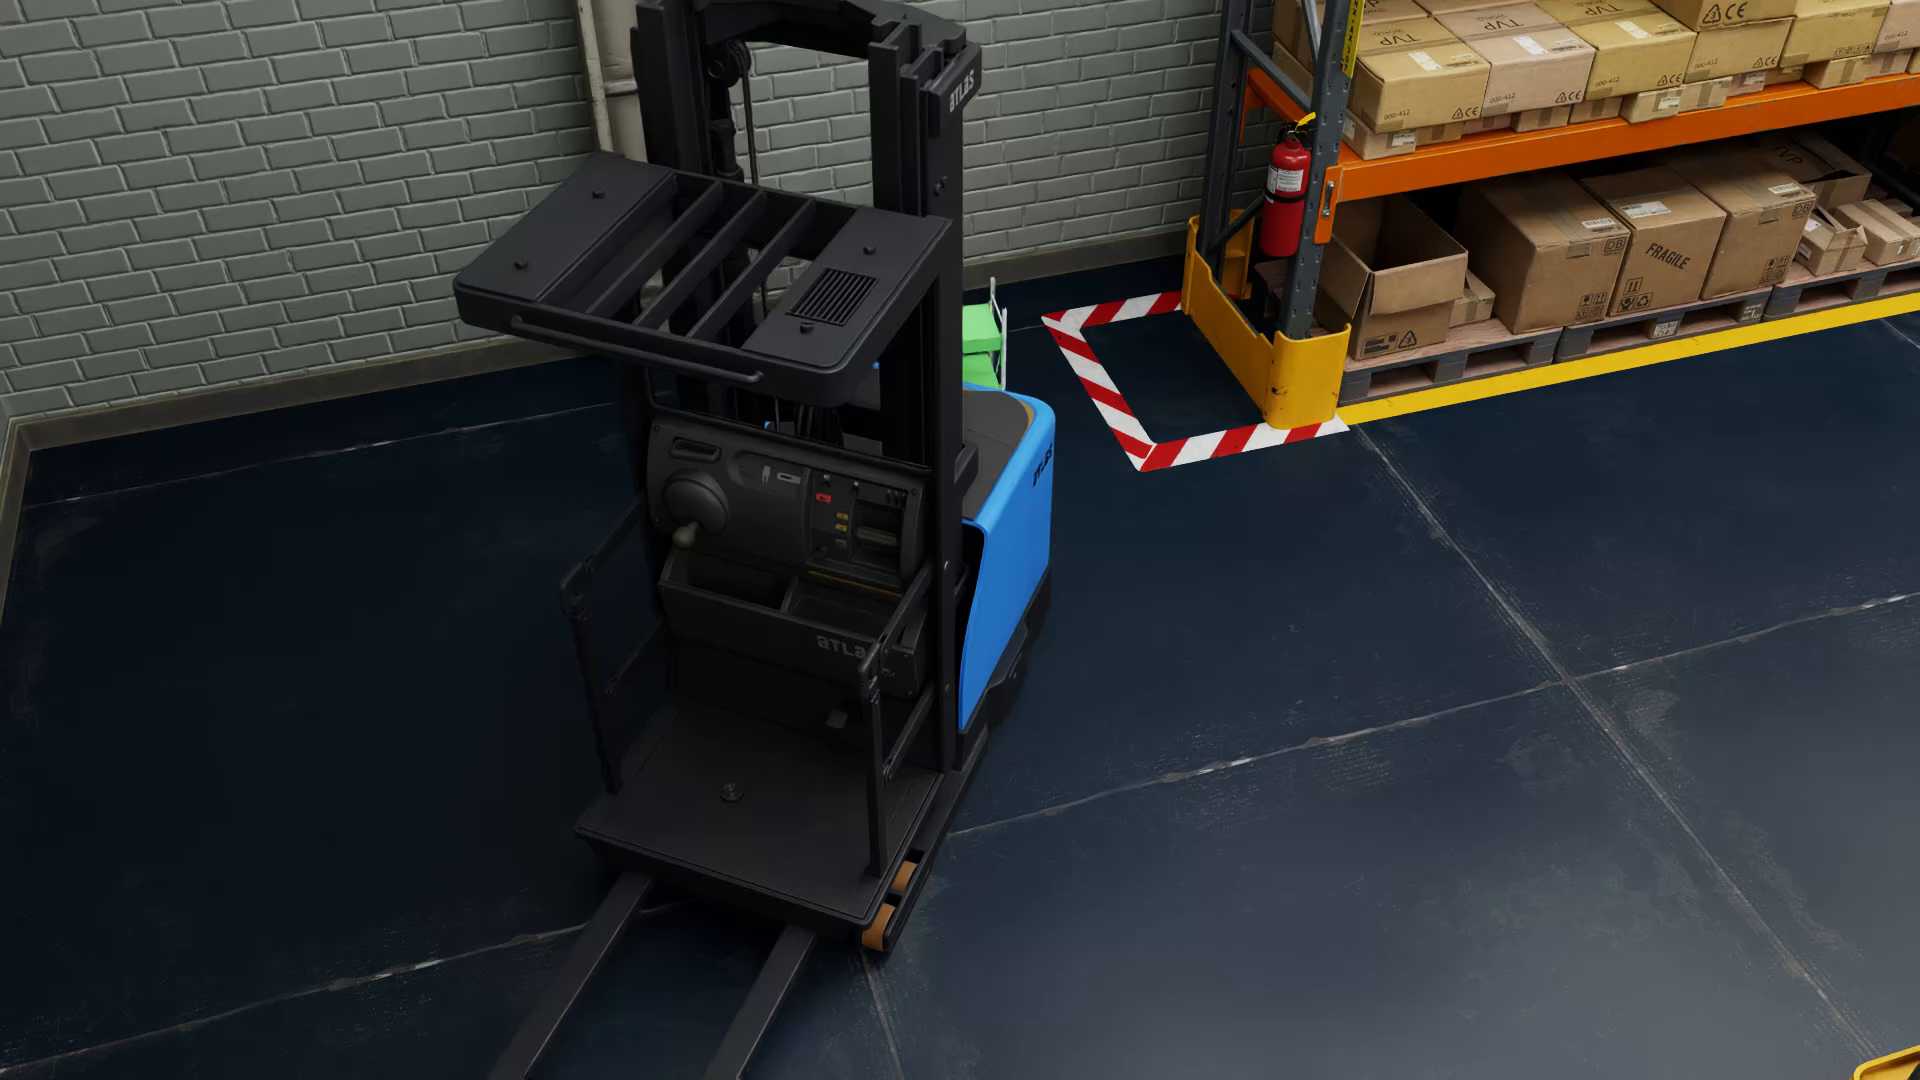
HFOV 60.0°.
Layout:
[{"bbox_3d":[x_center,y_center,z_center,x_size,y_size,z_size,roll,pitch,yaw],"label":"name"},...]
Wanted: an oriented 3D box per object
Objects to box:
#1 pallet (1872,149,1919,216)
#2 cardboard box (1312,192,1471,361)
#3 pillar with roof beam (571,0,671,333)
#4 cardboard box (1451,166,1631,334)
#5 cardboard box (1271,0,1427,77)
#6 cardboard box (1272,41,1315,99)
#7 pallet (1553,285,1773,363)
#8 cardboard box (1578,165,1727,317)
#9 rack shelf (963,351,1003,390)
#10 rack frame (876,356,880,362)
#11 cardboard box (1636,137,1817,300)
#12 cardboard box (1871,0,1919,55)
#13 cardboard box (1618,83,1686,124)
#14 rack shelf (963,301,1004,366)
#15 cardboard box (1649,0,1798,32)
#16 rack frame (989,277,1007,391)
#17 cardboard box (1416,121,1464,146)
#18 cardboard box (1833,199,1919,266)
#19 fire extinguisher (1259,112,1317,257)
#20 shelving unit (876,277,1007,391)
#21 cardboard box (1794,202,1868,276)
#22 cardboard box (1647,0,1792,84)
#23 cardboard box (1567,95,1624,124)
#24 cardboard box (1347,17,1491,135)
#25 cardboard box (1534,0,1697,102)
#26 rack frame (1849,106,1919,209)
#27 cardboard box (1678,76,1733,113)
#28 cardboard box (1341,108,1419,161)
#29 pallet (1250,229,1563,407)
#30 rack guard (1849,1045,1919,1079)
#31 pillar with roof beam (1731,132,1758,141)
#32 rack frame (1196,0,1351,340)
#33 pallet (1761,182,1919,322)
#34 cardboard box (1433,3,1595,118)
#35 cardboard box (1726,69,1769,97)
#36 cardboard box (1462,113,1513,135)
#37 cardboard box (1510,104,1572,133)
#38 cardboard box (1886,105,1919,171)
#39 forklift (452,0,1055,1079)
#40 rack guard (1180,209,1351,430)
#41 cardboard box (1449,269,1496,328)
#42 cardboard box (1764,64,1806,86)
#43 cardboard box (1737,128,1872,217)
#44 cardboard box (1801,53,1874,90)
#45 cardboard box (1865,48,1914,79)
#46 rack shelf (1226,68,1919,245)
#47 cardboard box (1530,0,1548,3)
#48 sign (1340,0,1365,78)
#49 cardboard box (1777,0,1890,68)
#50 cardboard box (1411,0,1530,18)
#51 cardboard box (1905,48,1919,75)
[{"bbox_3d":[5.974,-1.947,9.319,1.213,0.211,1.003,-12,42,-13],"label":"pallet"},{"bbox_3d":[2.007,-1.302,8.039,0.637,0.503,0.797,-13,43,-15],"label":"cardboard box"},{"bbox_3d":[-0.155,-1.613,2.257,0.400,9.000,9.100,-12,42,-13],"label":"pillar with roof beam"},{"bbox_3d":[2.834,-1.445,8.205,0.500,0.500,0.700,-10,42,-11],"label":"cardboard box"},{"bbox_3d":[1.754,-2.336,7.531,0.500,0.250,0.500,-11,42,-12],"label":"cardboard box"},{"bbox_3d":[1.630,-2.162,7.636,0.250,0.149,0.380,-12,43,-14],"label":"cardboard box"},{"bbox_3d":[3.389,-1.384,8.674,1.213,0.211,1.003,-12,42,-13],"label":"pallet"},{"bbox_3d":[3.368,-1.487,8.253,0.500,0.500,0.500,-11,42,-12],"label":"cardboard box"},{"bbox_3d":[-0.088,-0.618,6.777,0.480,0.148,0.258,-7,42,-8],"label":"rack shelf"},{"bbox_3d":[-0.327,-0.454,6.858,0.015,1.200,0.240,-7,42,-8],"label":"rack frame"},{"bbox_3d":[3.824,-1.651,8.440,0.500,0.500,0.700,-13,43,-15],"label":"cardboard box"},{"bbox_3d":[4.324,-2.507,7.727,0.500,0.250,0.500,-12,42,-13],"label":"cardboard box"},{"bbox_3d":[3.034,-2.044,7.501,0.250,0.149,0.380,-13,43,-14],"label":"cardboard box"},{"bbox_3d":[-0.088,-0.798,6.619,0.480,0.148,0.258,-7,42,-8],"label":"rack shelf"},{"bbox_3d":[3.339,-2.578,7.239,0.500,0.500,0.500,-11,42,-12],"label":"cardboard box"},{"bbox_3d":[0.152,-0.516,6.929,0.015,1.200,0.240,-7,42,-8],"label":"rack frame"},{"bbox_3d":[2.019,-1.900,7.336,0.250,0.149,0.380,-11,42,-12],"label":"cardboard box"},{"bbox_3d":[4.767,-1.603,8.653,0.250,0.149,0.380,-13,43,-14],"label":"cardboard box"},{"bbox_3d":[1.393,-1.534,7.068,0.183,0.674,0.296,-12,42,-13],"label":"fire extinguisher"},{"bbox_3d":[-0.088,-0.485,6.893,0.503,1.200,0.258,-7,42,-8],"label":"shelving unit"},{"bbox_3d":[4.426,-1.577,8.534,0.258,0.266,0.396,-10,42,-12],"label":"cardboard box"},{"bbox_3d":[3.353,-2.315,7.508,0.500,0.250,0.500,-13,43,-14],"label":"cardboard box"},{"bbox_3d":[2.771,-2.041,7.498,0.250,0.149,0.380,-11,42,-12],"label":"cardboard box"},{"bbox_3d":[1.908,-1.999,7.146,0.500,0.250,0.500,-11,42,-13],"label":"cardboard box"},{"bbox_3d":[2.872,-2.201,7.377,0.500,0.250,0.500,-12,43,-14],"label":"cardboard box"},{"bbox_3d":[5.210,-2.813,8.190,0.127,3.000,1.000,-12,42,-13],"label":"rack frame"},{"bbox_3d":[3.279,-2.109,7.575,0.250,0.149,0.380,-11,42,-12],"label":"cardboard box"},{"bbox_3d":[1.791,-1.821,7.245,0.250,0.149,0.380,-12,43,-13],"label":"cardboard box"},{"bbox_3d":[2.227,-1.146,8.401,1.213,0.211,1.003,-12,42,-13],"label":"pallet"},{"bbox_3d":[2.866,2.038,4.538,0.348,0.500,1.175,-12,42,-13],"label":"rack guard"},{"bbox_3d":[5.568,-2.799,3.614,0.400,9.000,9.100,-12,42,-13],"label":"pillar with roof beam"},{"bbox_3d":[1.395,-2.023,7.285,0.127,3.000,1.000,-12,42,-13],"label":"rack frame"},{"bbox_3d":[4.555,-1.628,8.953,1.213,0.211,1.003,-12,42,-13],"label":"pallet"},{"bbox_3d":[2.389,-2.099,7.260,0.500,0.250,0.500,-11,42,-13],"label":"cardboard box"},{"bbox_3d":[3.505,-2.203,7.683,0.250,0.149,0.380,-12,43,-13],"label":"cardboard box"},{"bbox_3d":[2.260,-1.974,7.420,0.250,0.149,0.380,-12,43,-14],"label":"cardboard box"},{"bbox_3d":[2.519,-1.985,7.434,0.250,0.149,0.380,-10,42,-12],"label":"cardboard box"},{"bbox_3d":[5.589,-2.313,9.198,0.500,0.500,0.500,-12,43,-13],"label":"cardboard box"},{"bbox_3d":[-0.631,-0.024,5.050,1.130,2.935,3.031,14,43,16],"label":"forklift"},{"bbox_3d":[1.467,-1.096,8.125,0.348,0.500,1.175,-12,42,-13],"label":"rack guard"},{"bbox_3d":[2.424,-1.228,8.223,0.250,0.149,0.380,-13,43,-15],"label":"cardboard box"},{"bbox_3d":[3.726,-2.282,7.773,0.250,0.149,0.380,-11,42,-12],"label":"cardboard box"},{"bbox_3d":[4.509,-1.976,8.957,0.500,0.311,0.500,-10,42,-12],"label":"cardboard box"},{"bbox_3d":[4.006,-2.262,7.751,0.250,0.149,0.380,-12,43,-14],"label":"cardboard box"},{"bbox_3d":[4.241,-2.331,7.829,0.250,0.149,0.380,-11,42,-12],"label":"cardboard box"},{"bbox_3d":[3.302,-2.147,7.974,4.000,0.370,1.077,-12,42,-13],"label":"rack shelf"},{"bbox_3d":[2.720,-2.532,7.756,0.500,0.250,0.500,-10,42,-12],"label":"cardboard box"},{"bbox_3d":[1.558,-2.008,6.611,0.005,0.325,0.100,-12,42,-13],"label":"sign"},{"bbox_3d":[3.844,-2.416,7.624,0.500,0.250,0.500,-12,43,-13],"label":"cardboard box"},{"bbox_3d":[2.246,-2.437,7.647,0.500,0.250,0.500,-12,42,-13],"label":"cardboard box"},{"bbox_3d":[4.499,-2.365,7.869,0.250,0.149,0.380,-11,42,-12],"label":"cardboard box"}]
